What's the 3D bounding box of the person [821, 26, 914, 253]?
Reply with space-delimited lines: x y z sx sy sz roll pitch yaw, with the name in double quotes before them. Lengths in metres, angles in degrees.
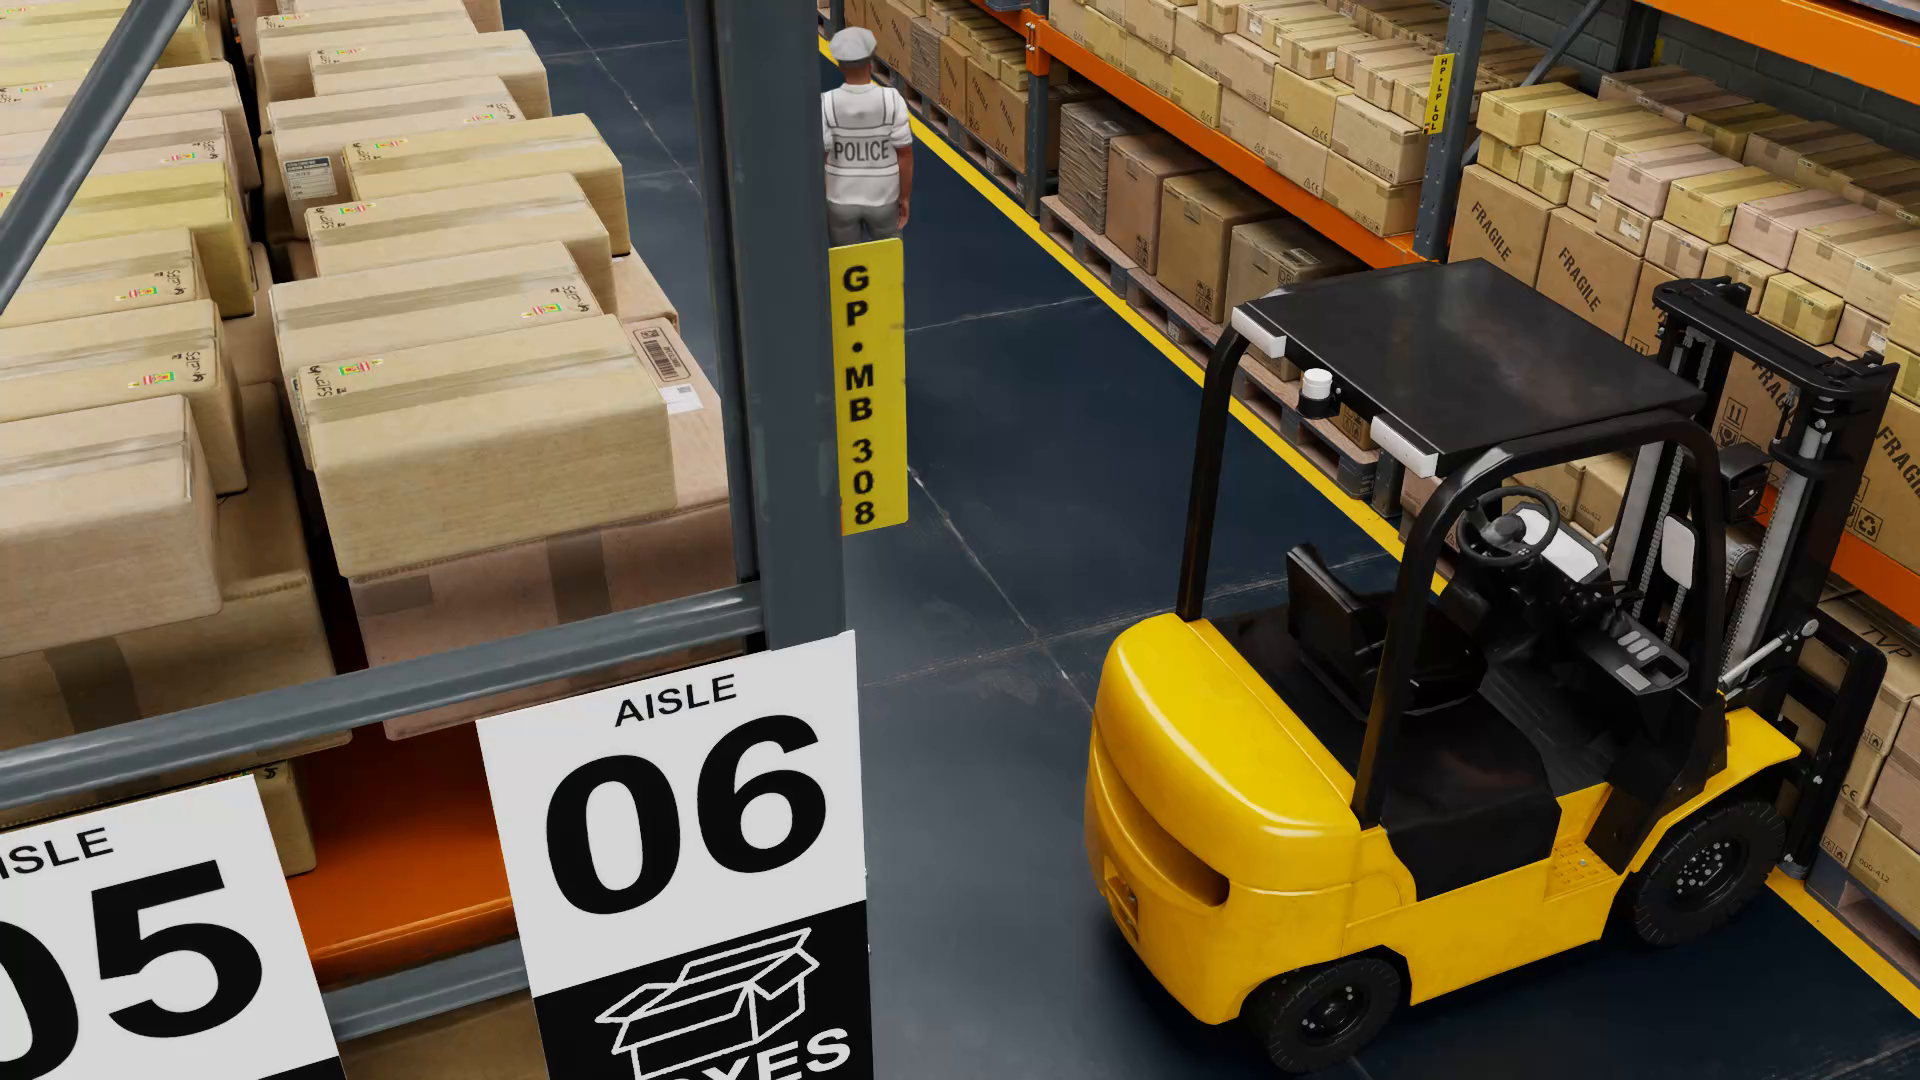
"person" -0.518 -1.845 8.885 0.537 1.760 0.558 -4 34 -7
